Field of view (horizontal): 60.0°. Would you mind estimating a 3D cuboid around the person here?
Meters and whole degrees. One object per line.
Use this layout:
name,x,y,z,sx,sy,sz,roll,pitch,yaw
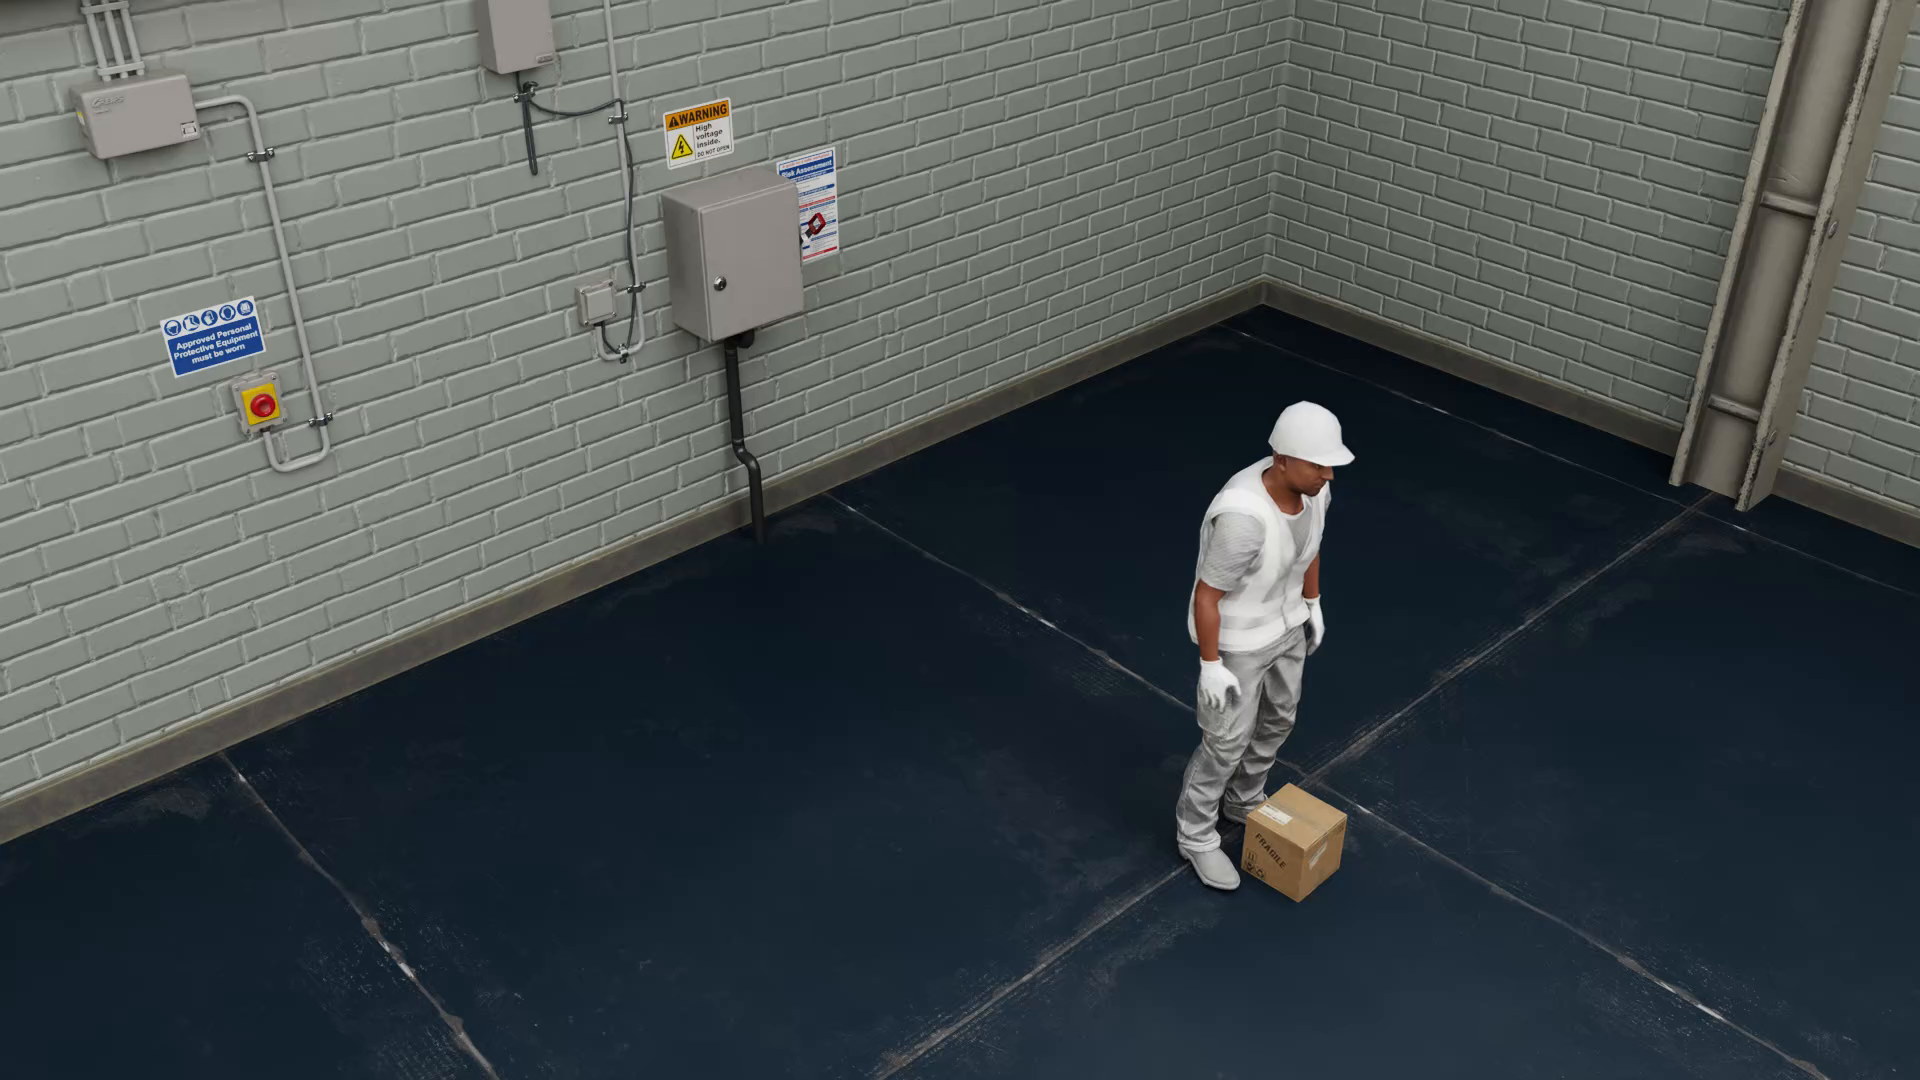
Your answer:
person,1.011,0.330,5.585,0.624,1.774,0.454,-26,40,-36
